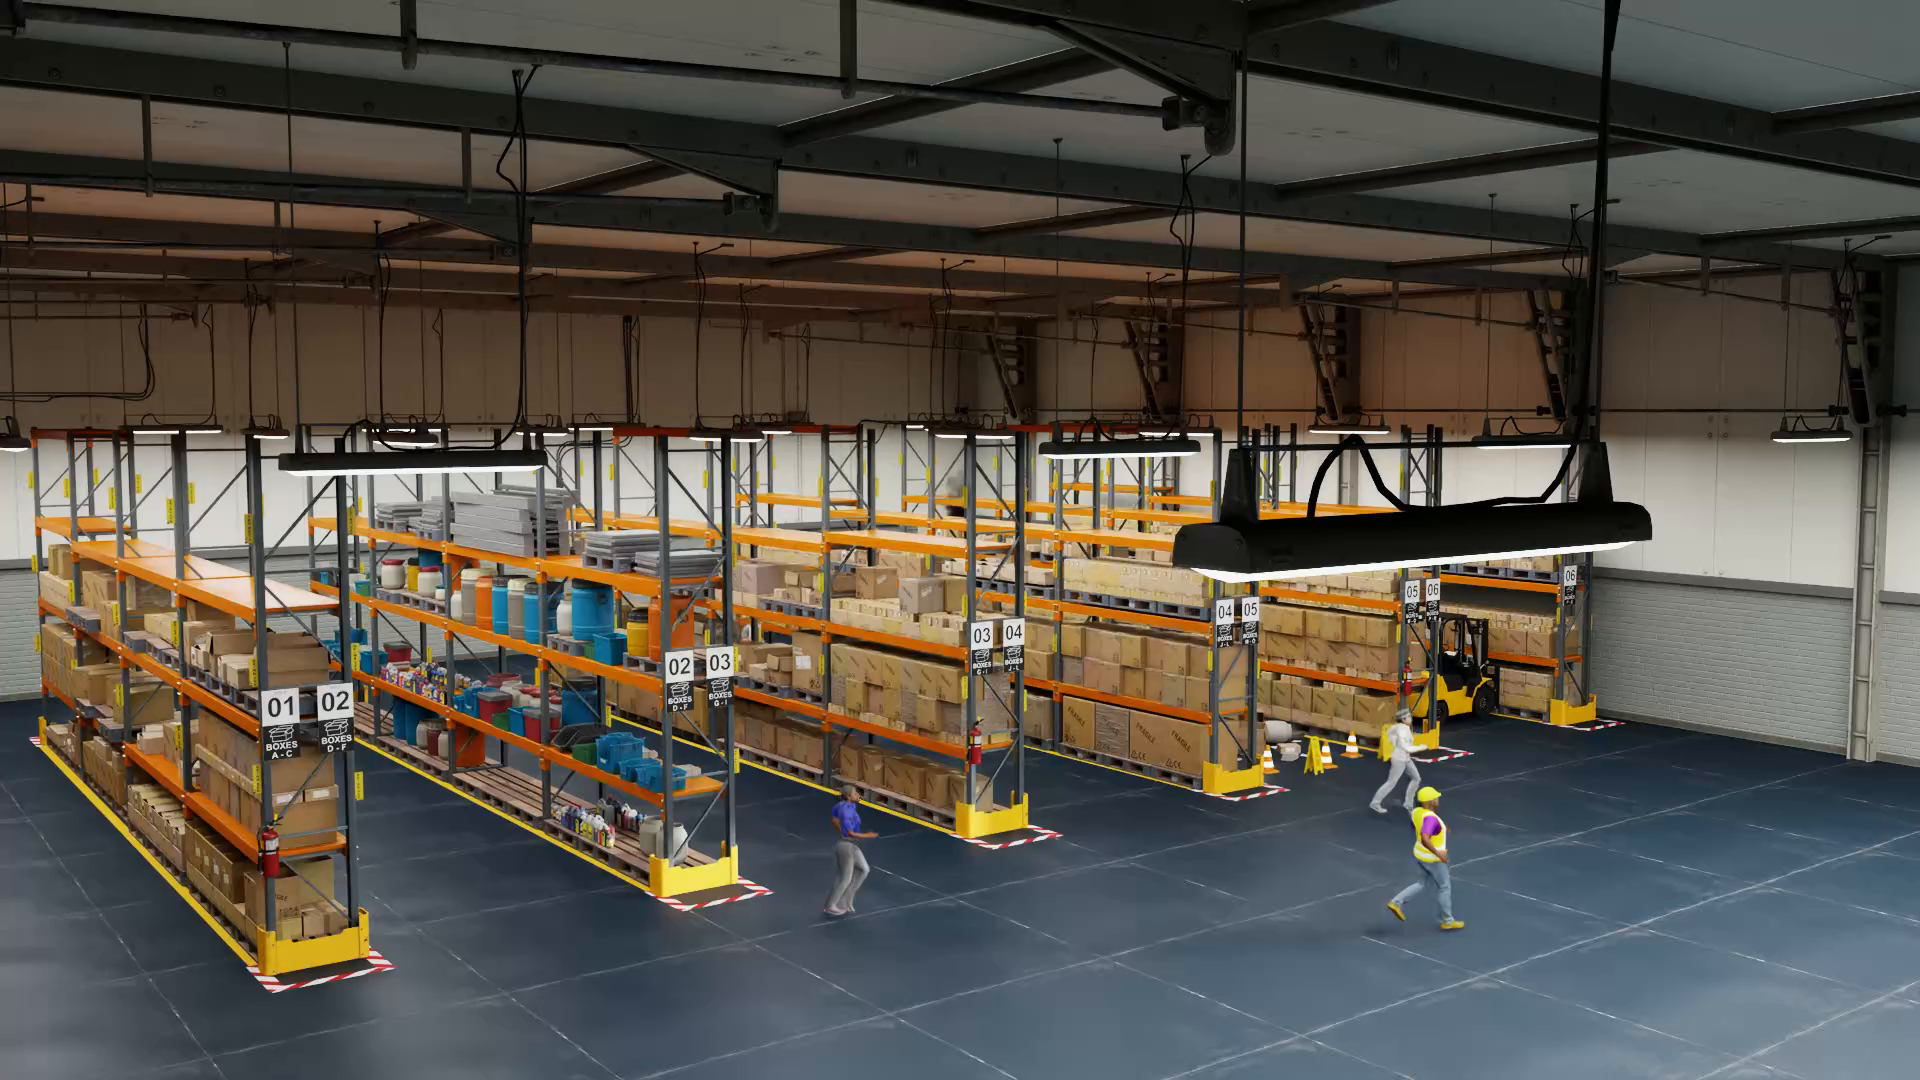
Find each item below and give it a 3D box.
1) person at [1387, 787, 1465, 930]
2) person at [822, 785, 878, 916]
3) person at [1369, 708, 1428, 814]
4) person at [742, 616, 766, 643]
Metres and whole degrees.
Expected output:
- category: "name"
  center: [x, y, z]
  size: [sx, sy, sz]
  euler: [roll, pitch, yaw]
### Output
- category: "person"
  center: [5.687, 3.860, 20.188]
  size: [0.954, 1.745, 0.711]
  euler: [-1, 5, -10]
- category: "person"
  center: [-1.380, 3.890, 20.820]
  size: [0.694, 1.690, 0.601]
  euler: [0, 4, -5]
- category: "person"
  center: [6.838, 3.456, 25.899]
  size: [0.867, 1.729, 0.623]
  euler: [1, 5, 17]
- category: "person"
  center: [-4.648, 2.512, 37.293]
  size: [0.672, 1.830, 0.930]
  euler: [-3, 6, -36]
